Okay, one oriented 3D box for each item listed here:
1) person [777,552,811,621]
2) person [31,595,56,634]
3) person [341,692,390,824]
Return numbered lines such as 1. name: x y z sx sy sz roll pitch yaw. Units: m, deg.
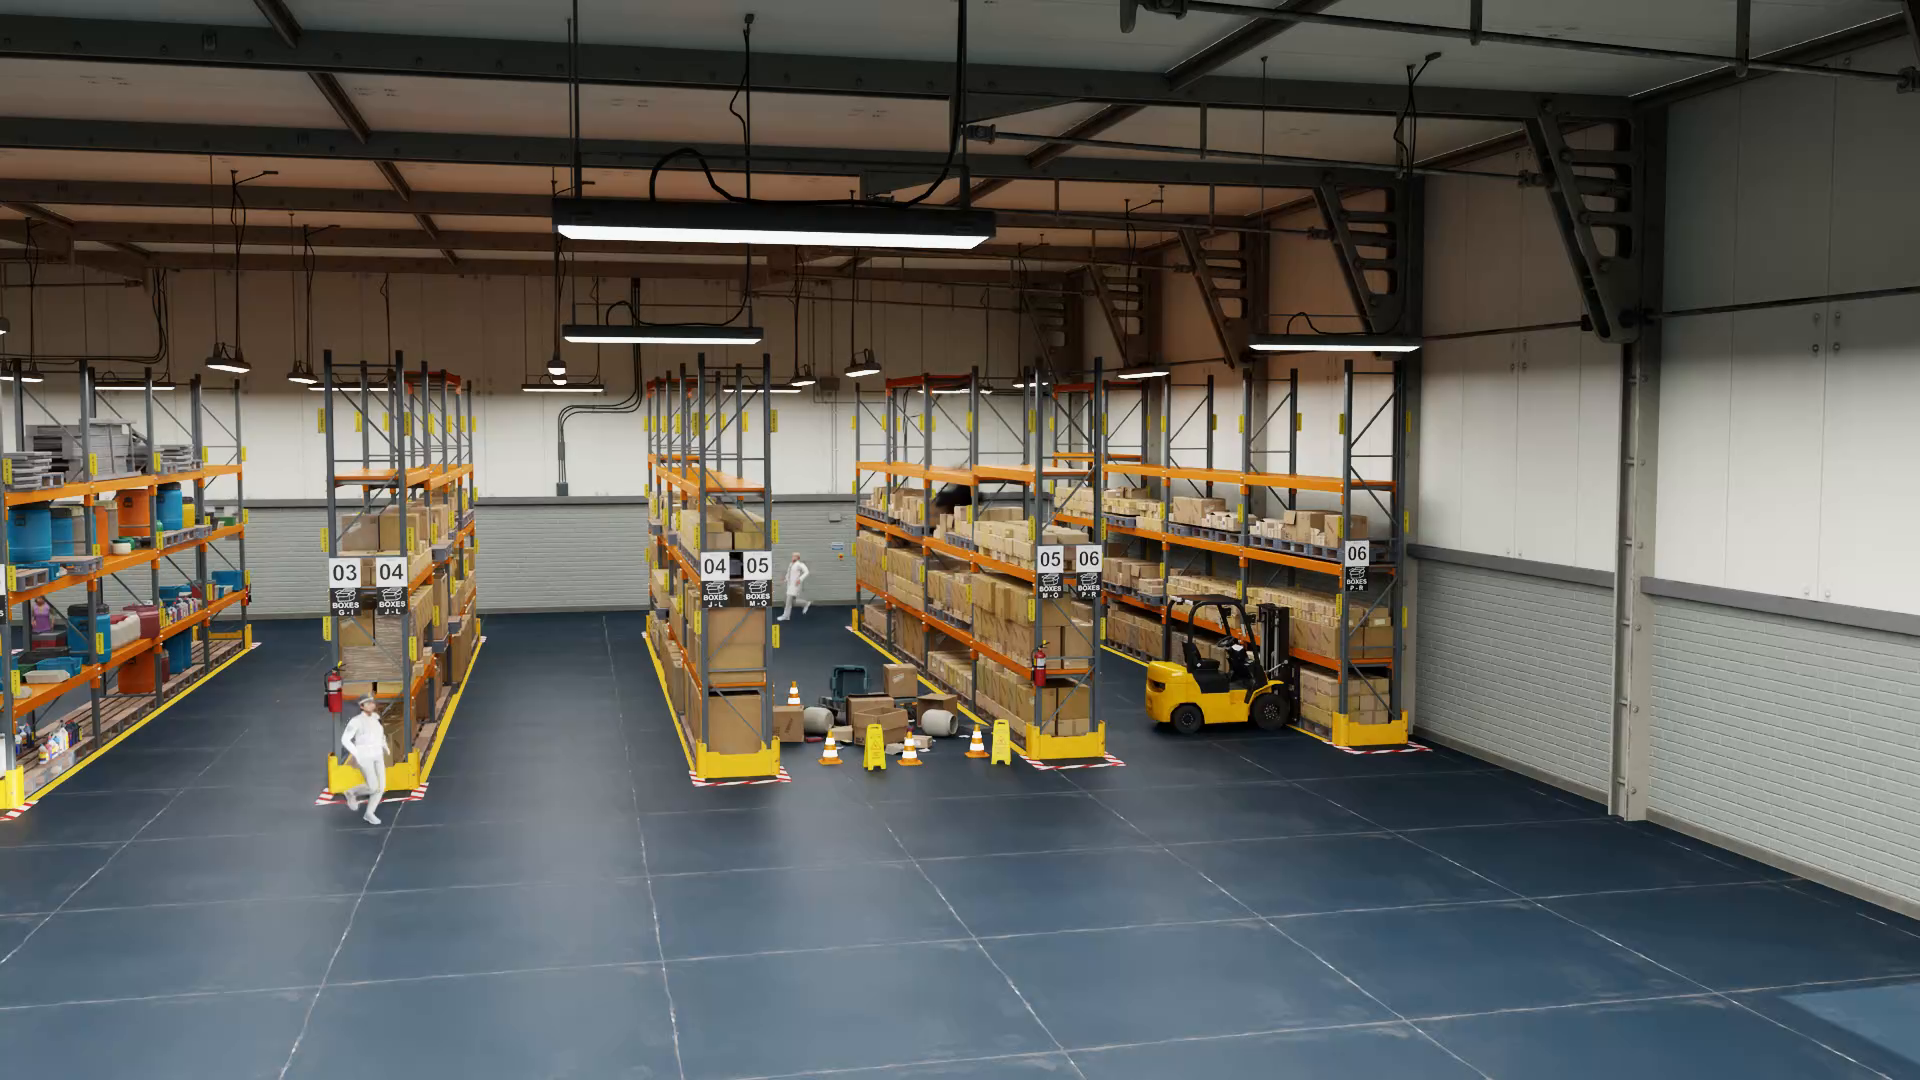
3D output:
1. person: -4.217 1.188 42.396 1.014 1.751 0.724 -3 5 -33
2. person: -18.655 1.864 33.767 0.532 1.591 0.631 -2 4 -25
3. person: -7.472 2.735 20.950 0.555 1.668 0.619 2 5 29
